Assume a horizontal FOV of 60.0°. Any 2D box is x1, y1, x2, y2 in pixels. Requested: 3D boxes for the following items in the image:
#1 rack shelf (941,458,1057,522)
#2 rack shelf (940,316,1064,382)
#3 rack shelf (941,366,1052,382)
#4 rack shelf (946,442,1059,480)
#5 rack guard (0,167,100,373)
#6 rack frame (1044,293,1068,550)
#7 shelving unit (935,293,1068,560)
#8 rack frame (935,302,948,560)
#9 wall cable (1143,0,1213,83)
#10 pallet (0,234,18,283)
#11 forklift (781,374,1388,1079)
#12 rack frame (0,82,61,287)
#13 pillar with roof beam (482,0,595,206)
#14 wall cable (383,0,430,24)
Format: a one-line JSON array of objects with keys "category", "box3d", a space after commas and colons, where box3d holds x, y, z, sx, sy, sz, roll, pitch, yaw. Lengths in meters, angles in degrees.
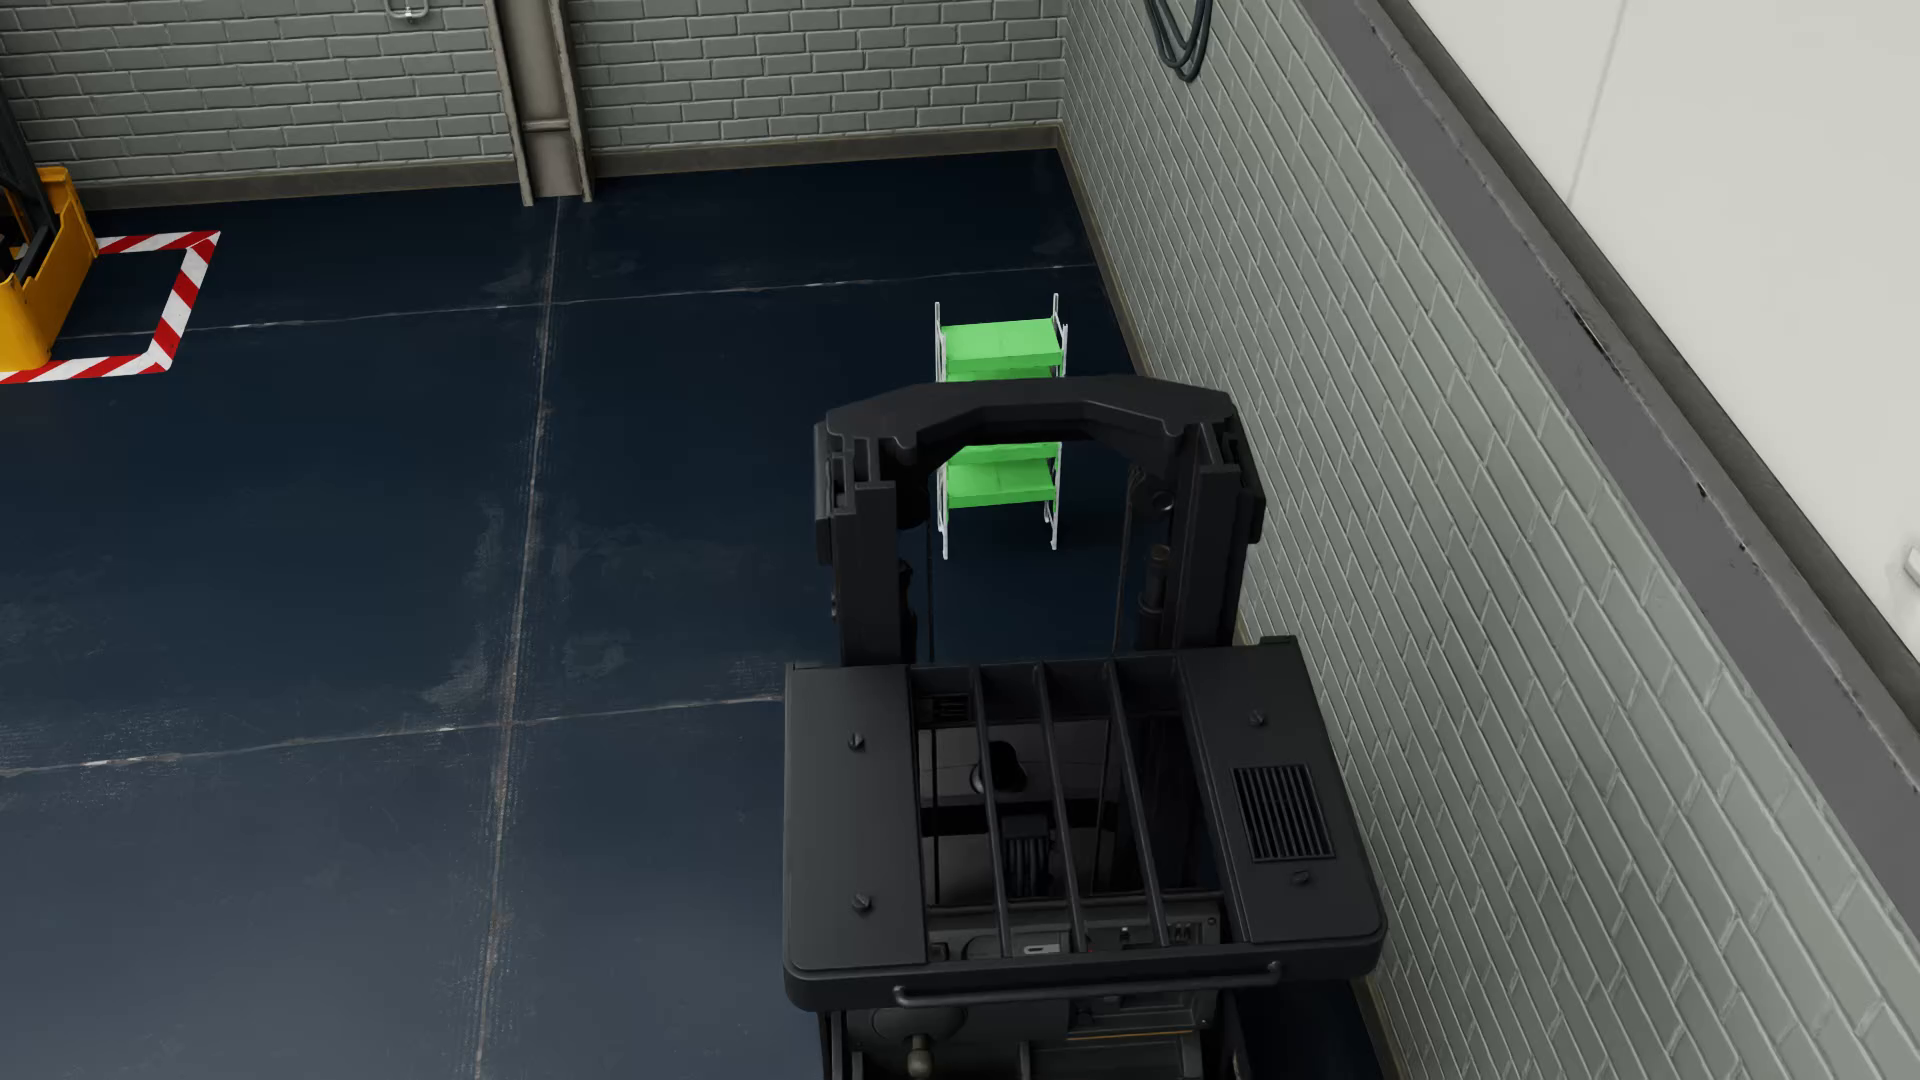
[{"category": "rack shelf", "box3d": [0.164, -0.234, 7.283, 0.480, 0.148, 0.258, -5, 42, -6]}, {"category": "rack shelf", "box3d": [0.164, -0.769, 6.800, 0.480, 0.148, 0.258, -5, 42, -6]}, {"category": "rack shelf", "box3d": [0.164, -0.591, 6.961, 0.480, 0.148, 0.258, -5, 42, -6]}, {"category": "rack shelf", "box3d": [0.164, -0.412, 7.122, 0.480, 0.148, 0.258, -5, 42, -6]}, {"category": "rack guard", "box3d": [-4.884, -1.426, 8.672, 0.348, 0.500, 1.175, -5, 42, -6]}, {"category": "rack frame", "box3d": [0.406, -0.481, 7.103, 0.015, 1.200, 0.240, -5, 42, -6]}, {"category": "shelving unit", "box3d": [0.164, -0.460, 7.079, 0.503, 1.200, 0.258, -5, 42, -6]}, {"category": "rack frame", "box3d": [-0.078, -0.439, 7.056, 0.015, 1.200, 0.240, -5, 42, -6]}, {"category": "wall cable", "box3d": [0.747, -3.680, 7.145, 0.112, 2.526, 3.097, -5, 42, -6]}, {"category": "pallet", "box3d": [-5.690, -1.195, 8.632, 1.213, 0.211, 1.003, -5, 42, -6]}, {"category": "forklift", "box3d": [0.197, 1.194, 3.953, 1.130, 2.935, 3.031, -3, 42, -3]}, {"category": "rack frame", "box3d": [-4.907, -2.352, 7.833, 0.127, 3.000, 1.000, -5, 42, -6]}, {"category": "pillar with roof beam", "box3d": [-1.784, -2.529, 3.551, 0.400, 9.000, 9.100, -5, 42, -6]}, {"category": "wall cable", "box3d": [-3.760, -3.468, 8.312, 1.851, 1.984, 0.084, -5, 42, -6]}]
